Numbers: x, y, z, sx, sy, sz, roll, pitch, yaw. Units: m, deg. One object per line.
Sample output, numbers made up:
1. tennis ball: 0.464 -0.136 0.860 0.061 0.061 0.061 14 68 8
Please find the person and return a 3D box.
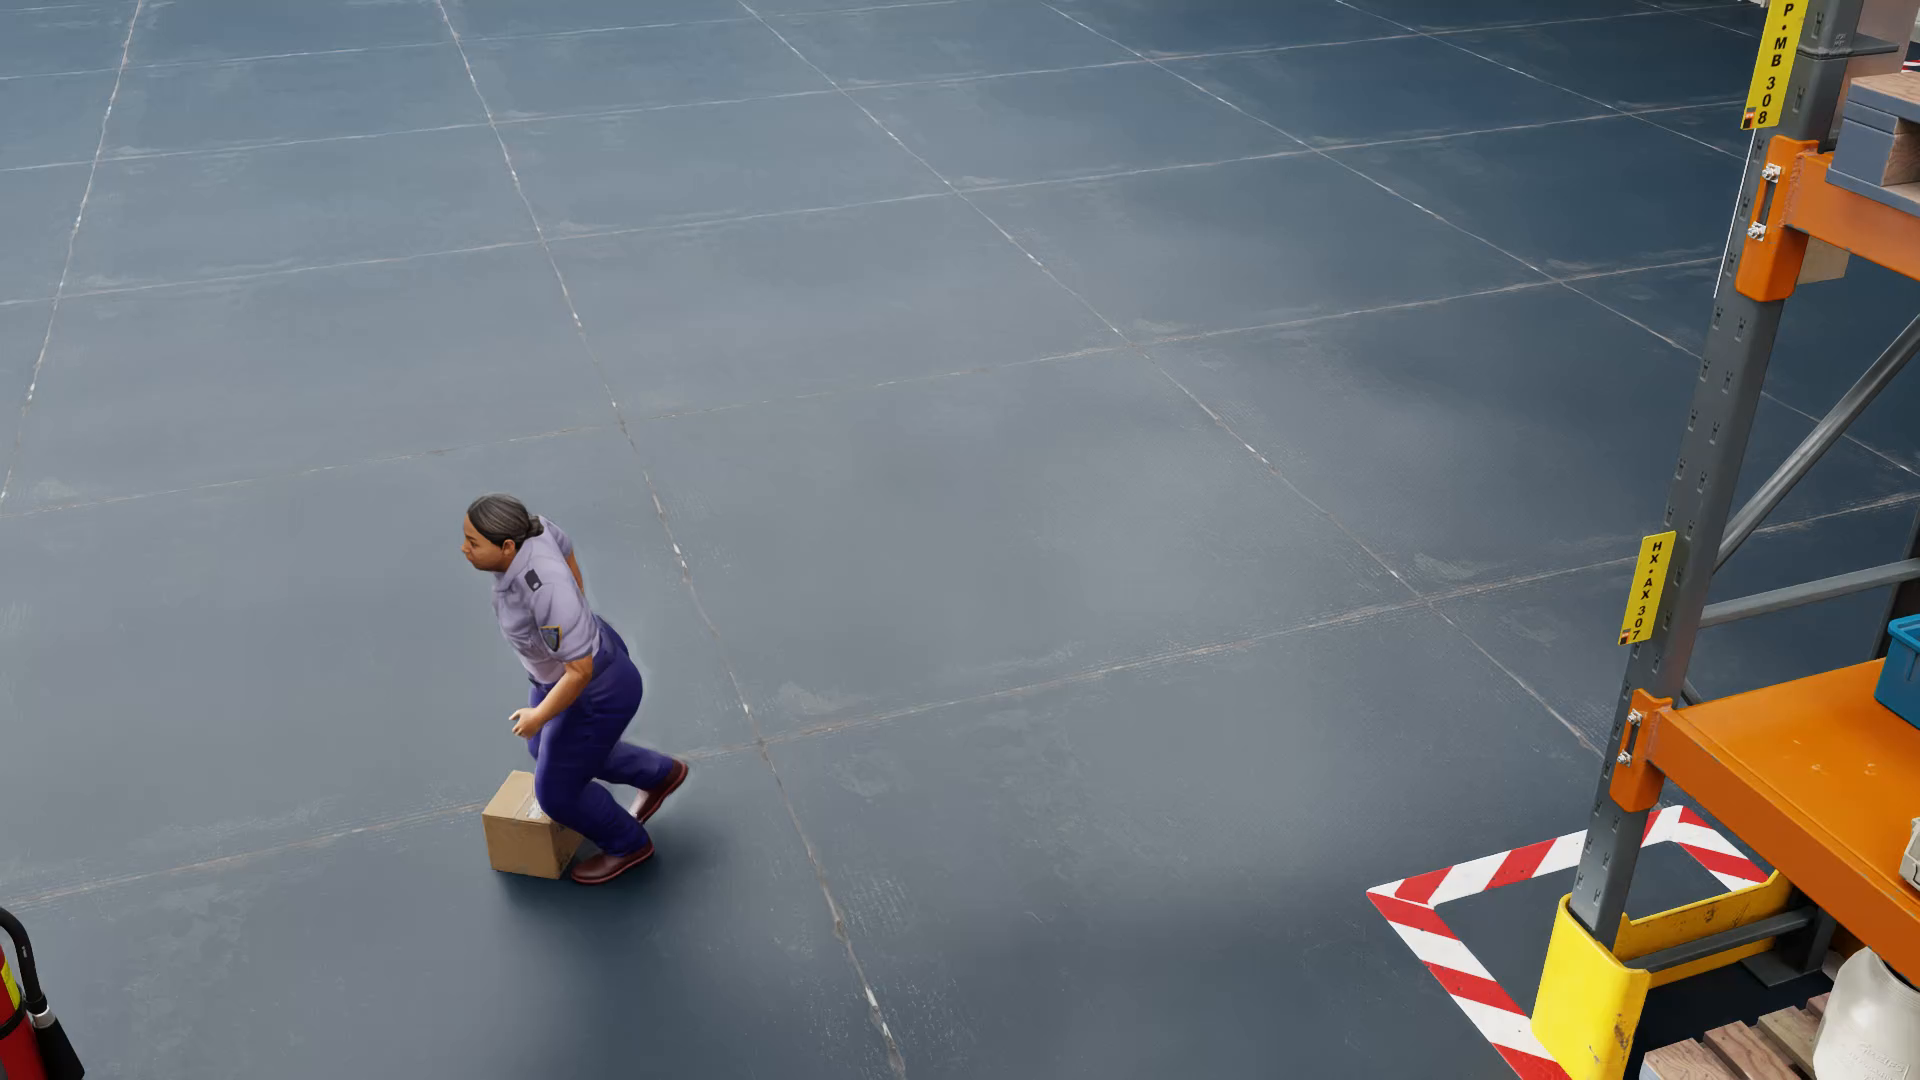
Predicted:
1. person: -1.225 0.458 5.458 0.661 1.545 0.669 -13 33 -22
